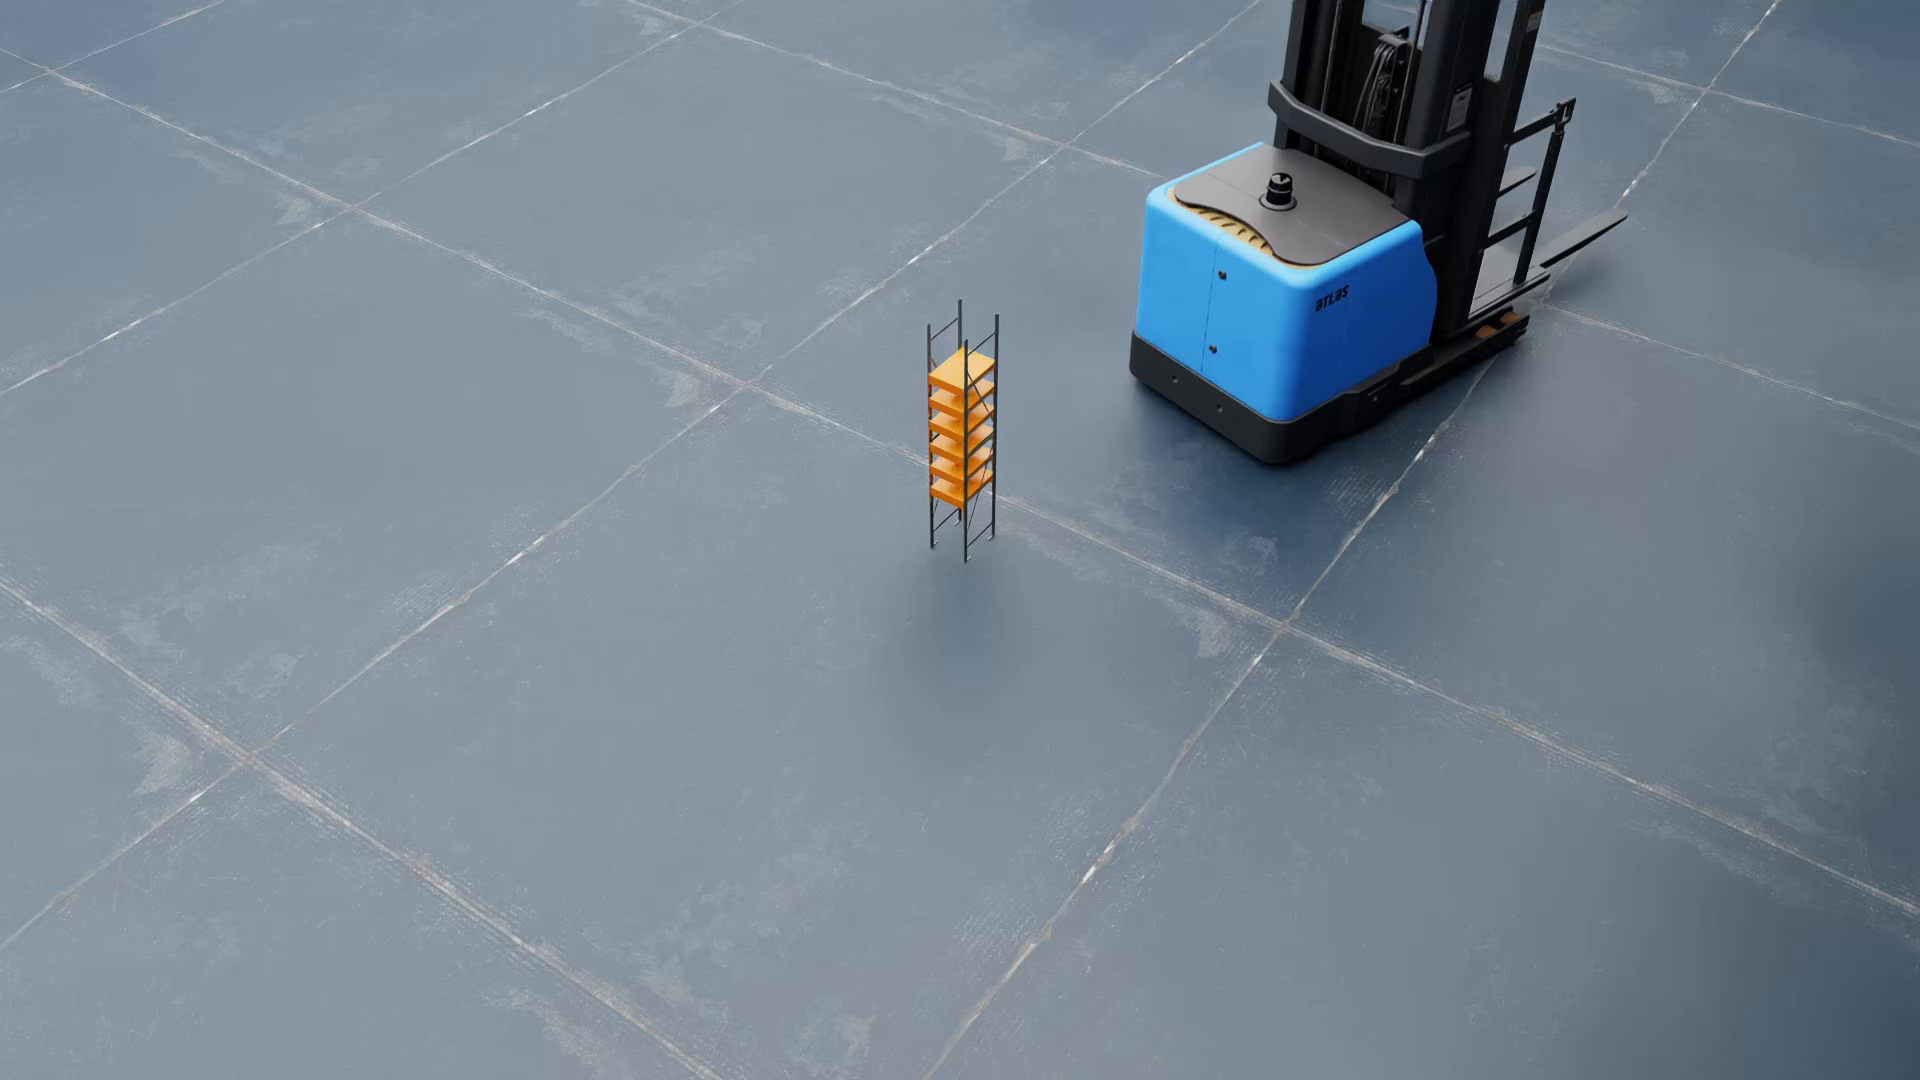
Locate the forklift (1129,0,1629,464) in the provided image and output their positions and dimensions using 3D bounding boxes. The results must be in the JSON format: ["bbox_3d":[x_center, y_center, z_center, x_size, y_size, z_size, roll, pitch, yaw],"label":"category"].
[{"bbox_3d":[2.313,-2.274,7.842,3.031,2.935,1.130,-28,49,-28],"label":"forklift"}]

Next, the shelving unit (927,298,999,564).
[{"bbox_3d":[0.012,-0.442,7.092,0.189,1.200,0.258,25,48,25],"label":"shelving unit"}]

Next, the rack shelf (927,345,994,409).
[{"bbox_3d":[0.012,-0.677,6.882,0.180,0.103,0.258,25,48,25],"label":"rack shelf"}]

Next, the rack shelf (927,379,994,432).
[{"bbox_3d":[0.012,-0.587,6.962,0.180,0.103,0.258,25,48,25],"label":"rack shelf"}]

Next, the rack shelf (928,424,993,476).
[{"bbox_3d":[0.012,-0.408,7.122,0.180,0.103,0.258,25,48,25],"label":"rack shelf"}]

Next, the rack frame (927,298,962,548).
[{"bbox_3d":[-0.063,-0.477,7.131,0.006,1.200,0.240,25,48,25],"label":"rack frame"}]

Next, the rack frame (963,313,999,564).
[{"bbox_3d":[0.087,-0.407,7.053,0.006,1.200,0.240,25,48,25],"label":"rack frame"}]

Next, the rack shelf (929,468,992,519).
[{"bbox_3d":[0.012,-0.230,7.282,0.180,0.103,0.258,25,48,25],"label":"rack shelf"}]

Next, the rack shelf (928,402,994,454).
[{"bbox_3d":[0.012,-0.498,7.042,0.180,0.103,0.258,25,48,25],"label":"rack shelf"}]

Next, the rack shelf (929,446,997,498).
[{"bbox_3d":[0.012,-0.319,7.202,0.180,0.103,0.258,25,48,25],"label":"rack shelf"}]
